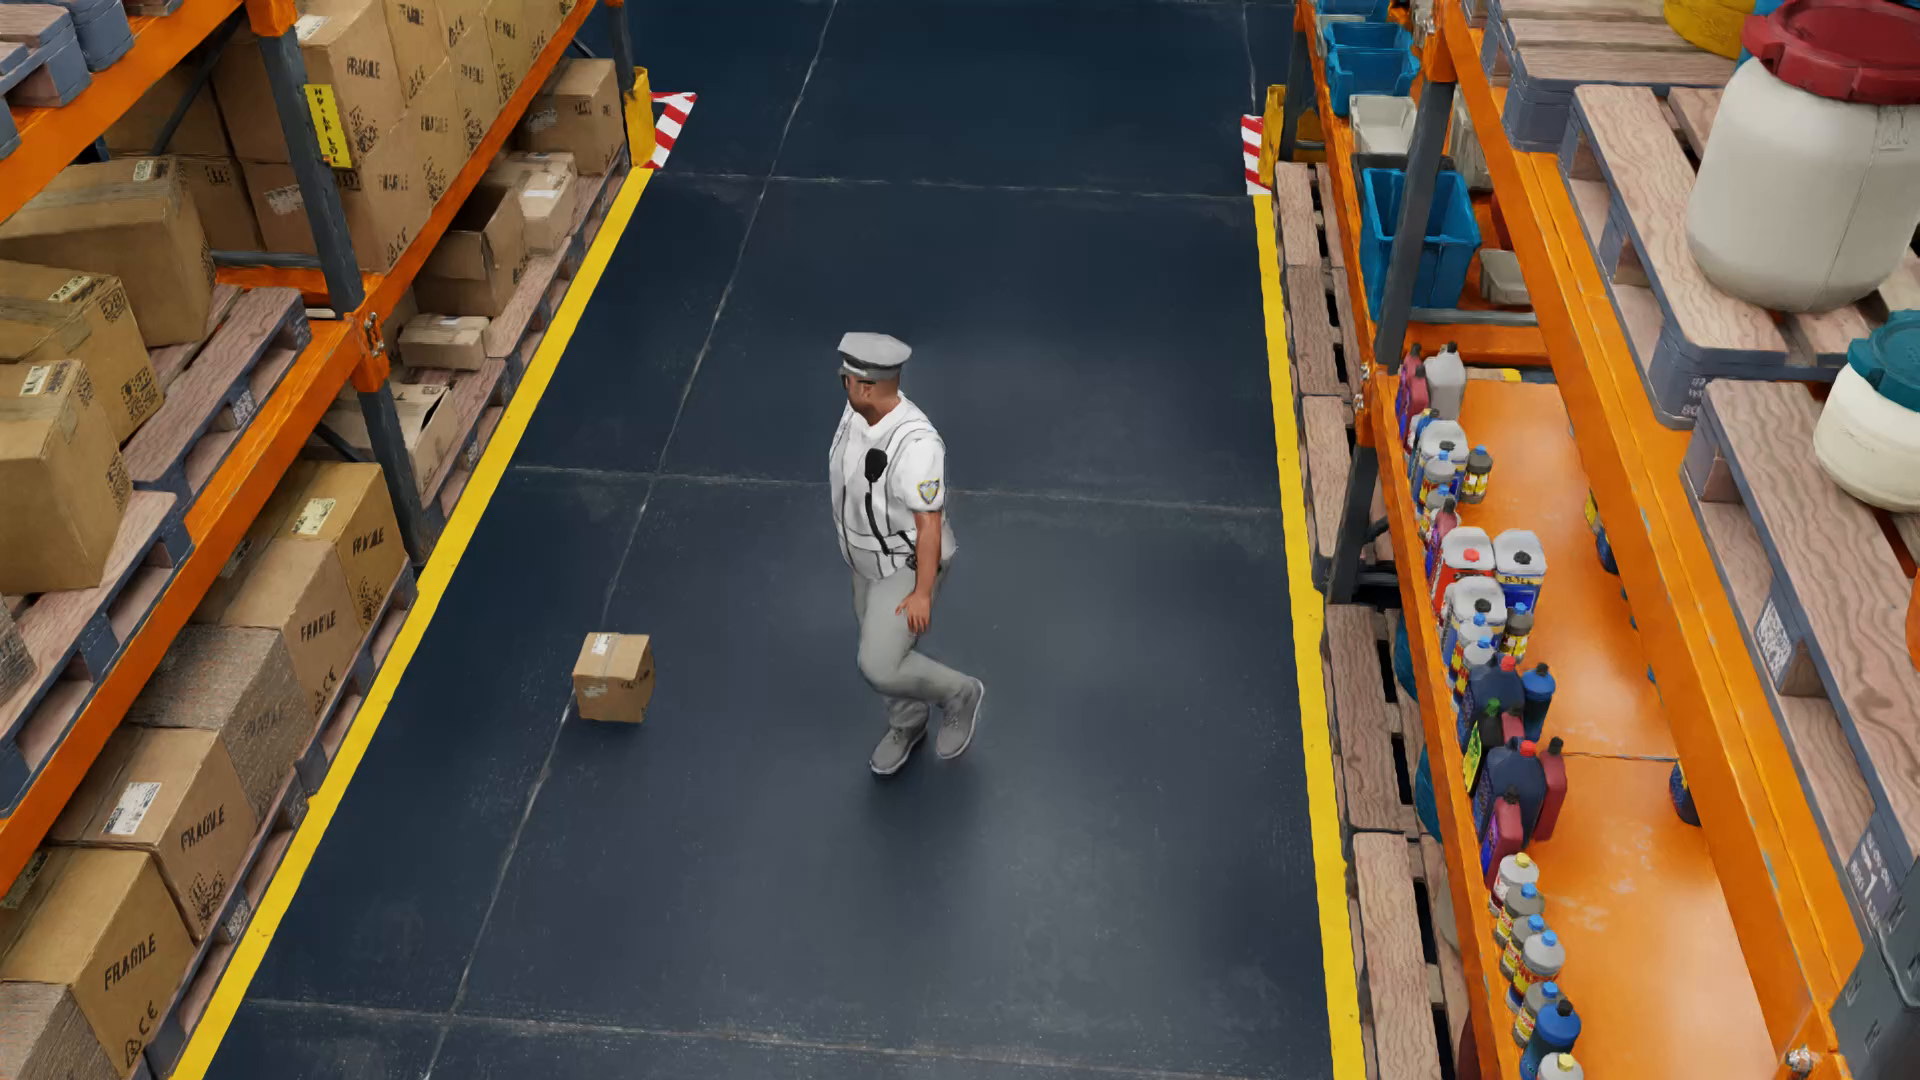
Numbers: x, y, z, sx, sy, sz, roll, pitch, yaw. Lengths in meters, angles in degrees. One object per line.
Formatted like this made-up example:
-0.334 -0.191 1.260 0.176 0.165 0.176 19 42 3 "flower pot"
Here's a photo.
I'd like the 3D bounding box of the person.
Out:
-0.250 0.086 6.065 0.497 1.737 0.682 -26 46 -28 "person"
